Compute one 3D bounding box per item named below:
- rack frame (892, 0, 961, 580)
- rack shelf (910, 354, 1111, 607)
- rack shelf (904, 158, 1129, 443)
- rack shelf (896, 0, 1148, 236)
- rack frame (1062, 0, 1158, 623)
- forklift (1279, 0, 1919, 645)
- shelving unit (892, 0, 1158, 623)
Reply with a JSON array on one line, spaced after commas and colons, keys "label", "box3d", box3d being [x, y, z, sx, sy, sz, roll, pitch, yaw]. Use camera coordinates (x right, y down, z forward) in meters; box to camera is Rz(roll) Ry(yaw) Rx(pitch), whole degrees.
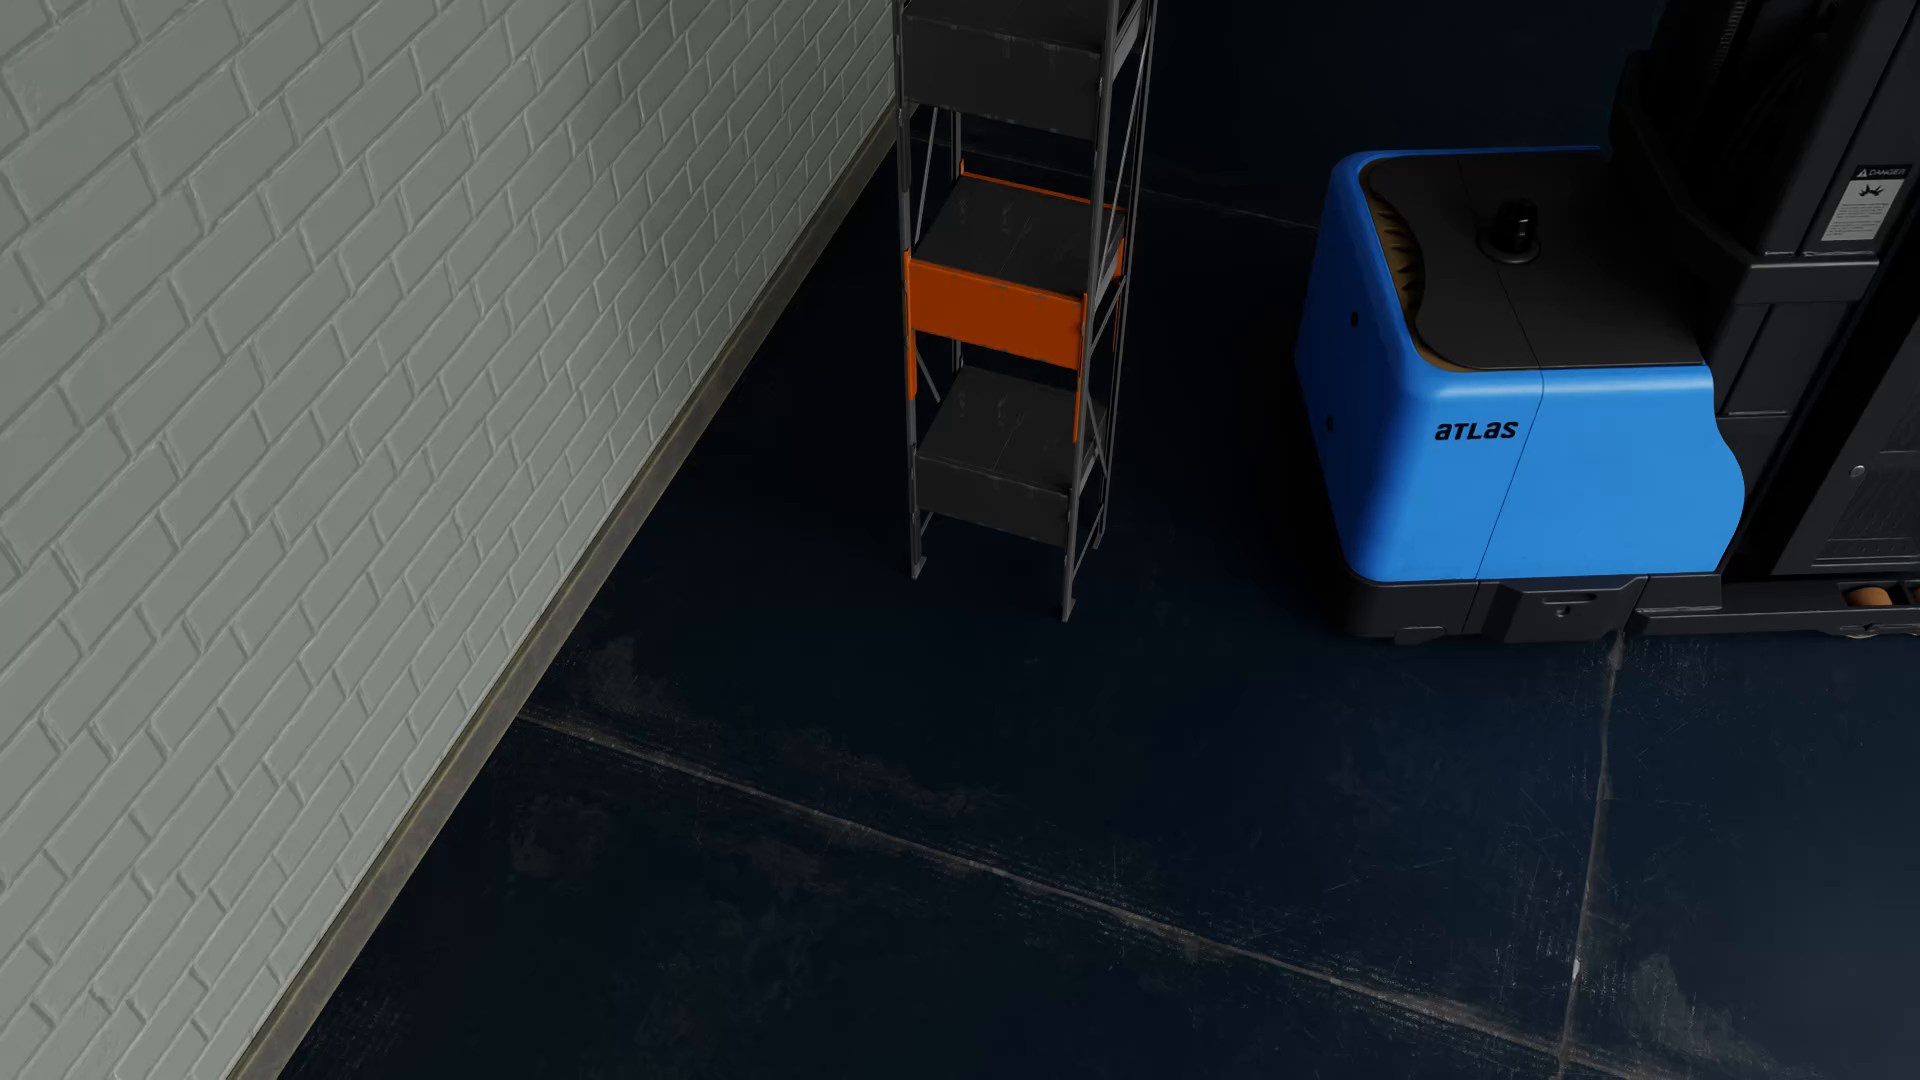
[{"label": "rack frame", "box3d": [-0.074, -0.708, 4.474, 0.015, 2.100, 0.400, 16, 51, 13]}, {"label": "rack shelf", "box3d": [0.155, -0.177, 4.958, 0.480, 0.518, 0.431, 16, 51, 13]}, {"label": "rack shelf", "box3d": [0.155, -0.635, 4.429, 0.480, 0.518, 0.431, 16, 51, 13]}, {"label": "rack shelf", "box3d": [0.155, -1.094, 3.900, 0.480, 0.518, 0.431, 16, 51, 13]}, {"label": "rack frame", "box3d": [0.384, -0.580, 4.364, 0.015, 2.100, 0.400, 16, 51, 13]}, {"label": "forklift", "box3d": [2.590, -1.066, 4.235, 3.031, 2.935, 1.130, -2, 49, -2]}, {"label": "shelving unit", "box3d": [0.155, -0.644, 4.419, 0.503, 2.100, 0.431, 16, 51, 13]}]
